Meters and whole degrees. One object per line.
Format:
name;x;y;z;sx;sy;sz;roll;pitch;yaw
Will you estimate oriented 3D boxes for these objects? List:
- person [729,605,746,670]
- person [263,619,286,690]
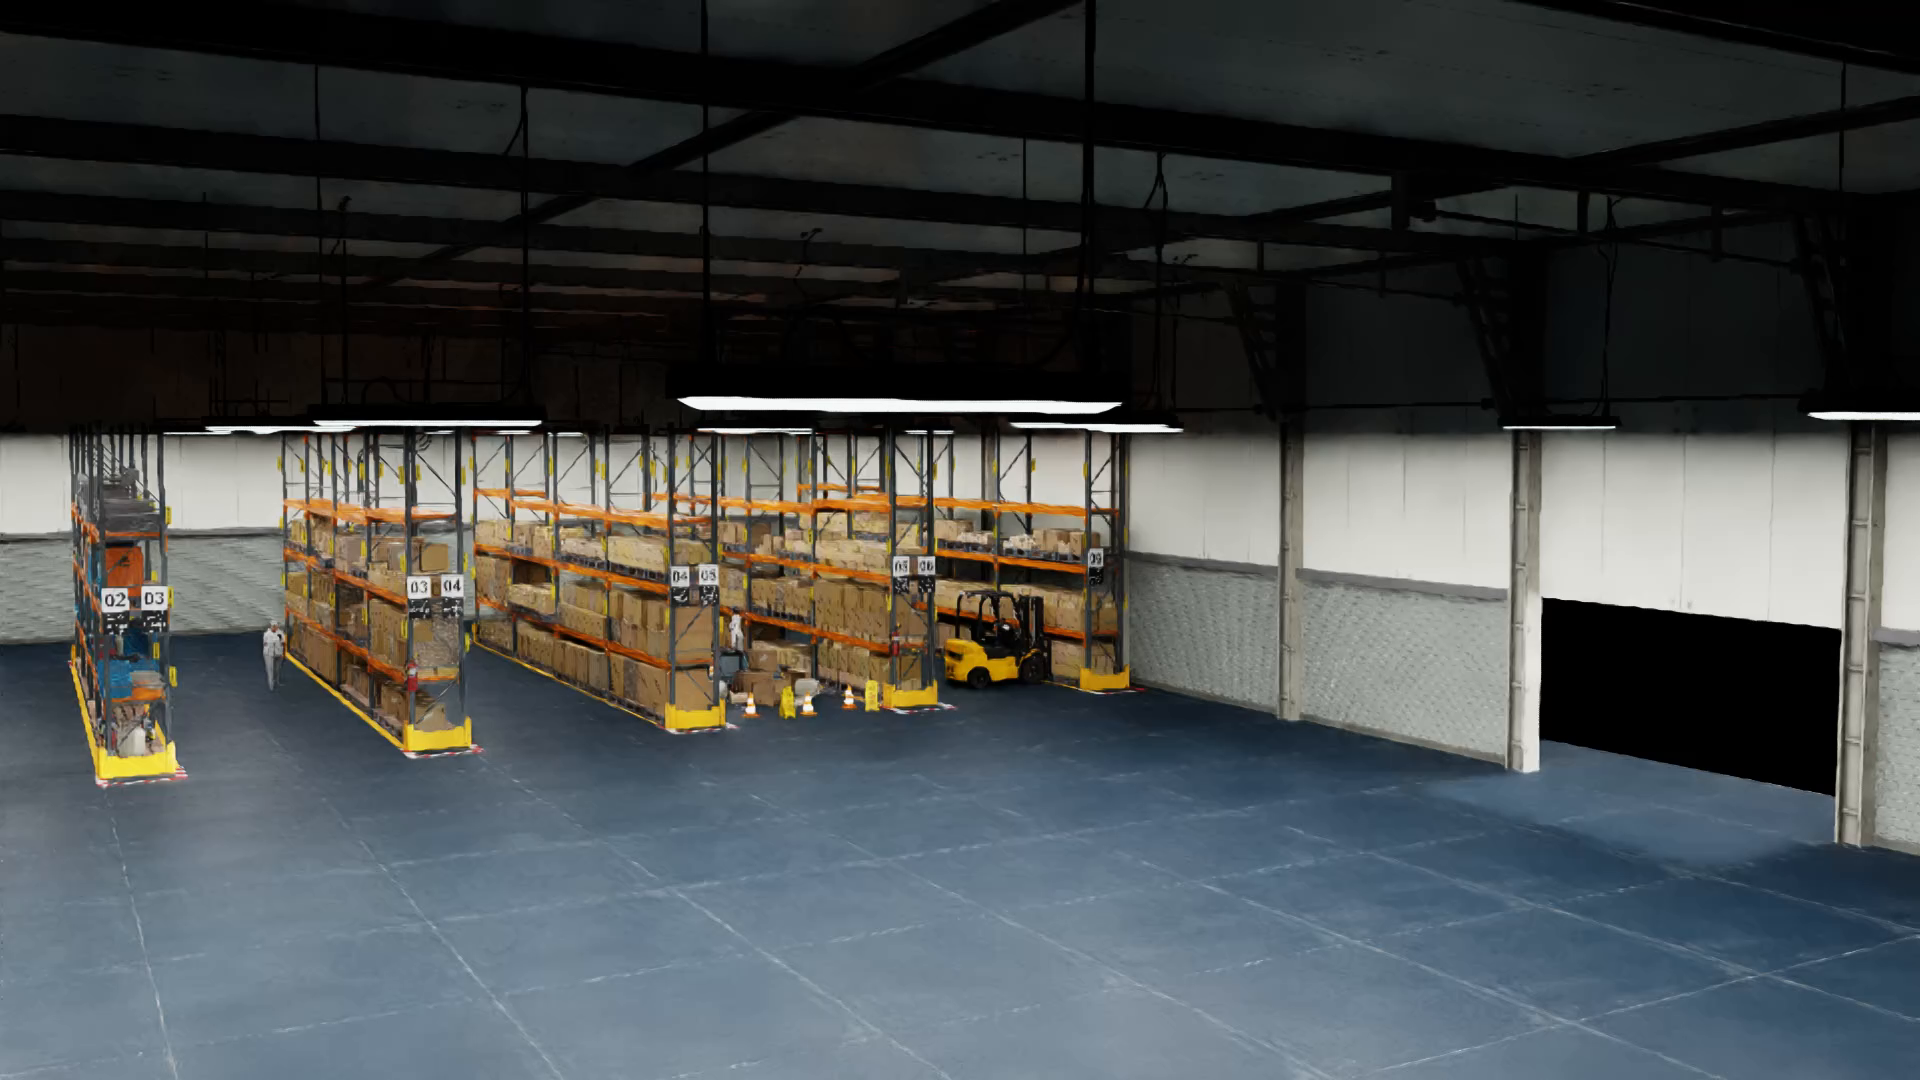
person;-5.431;2.393;40.185;0.555;1.664;0.585;0;4;-5
person;-15.590;2.580;37.843;0.481;1.583;1.083;-2;4;-32
